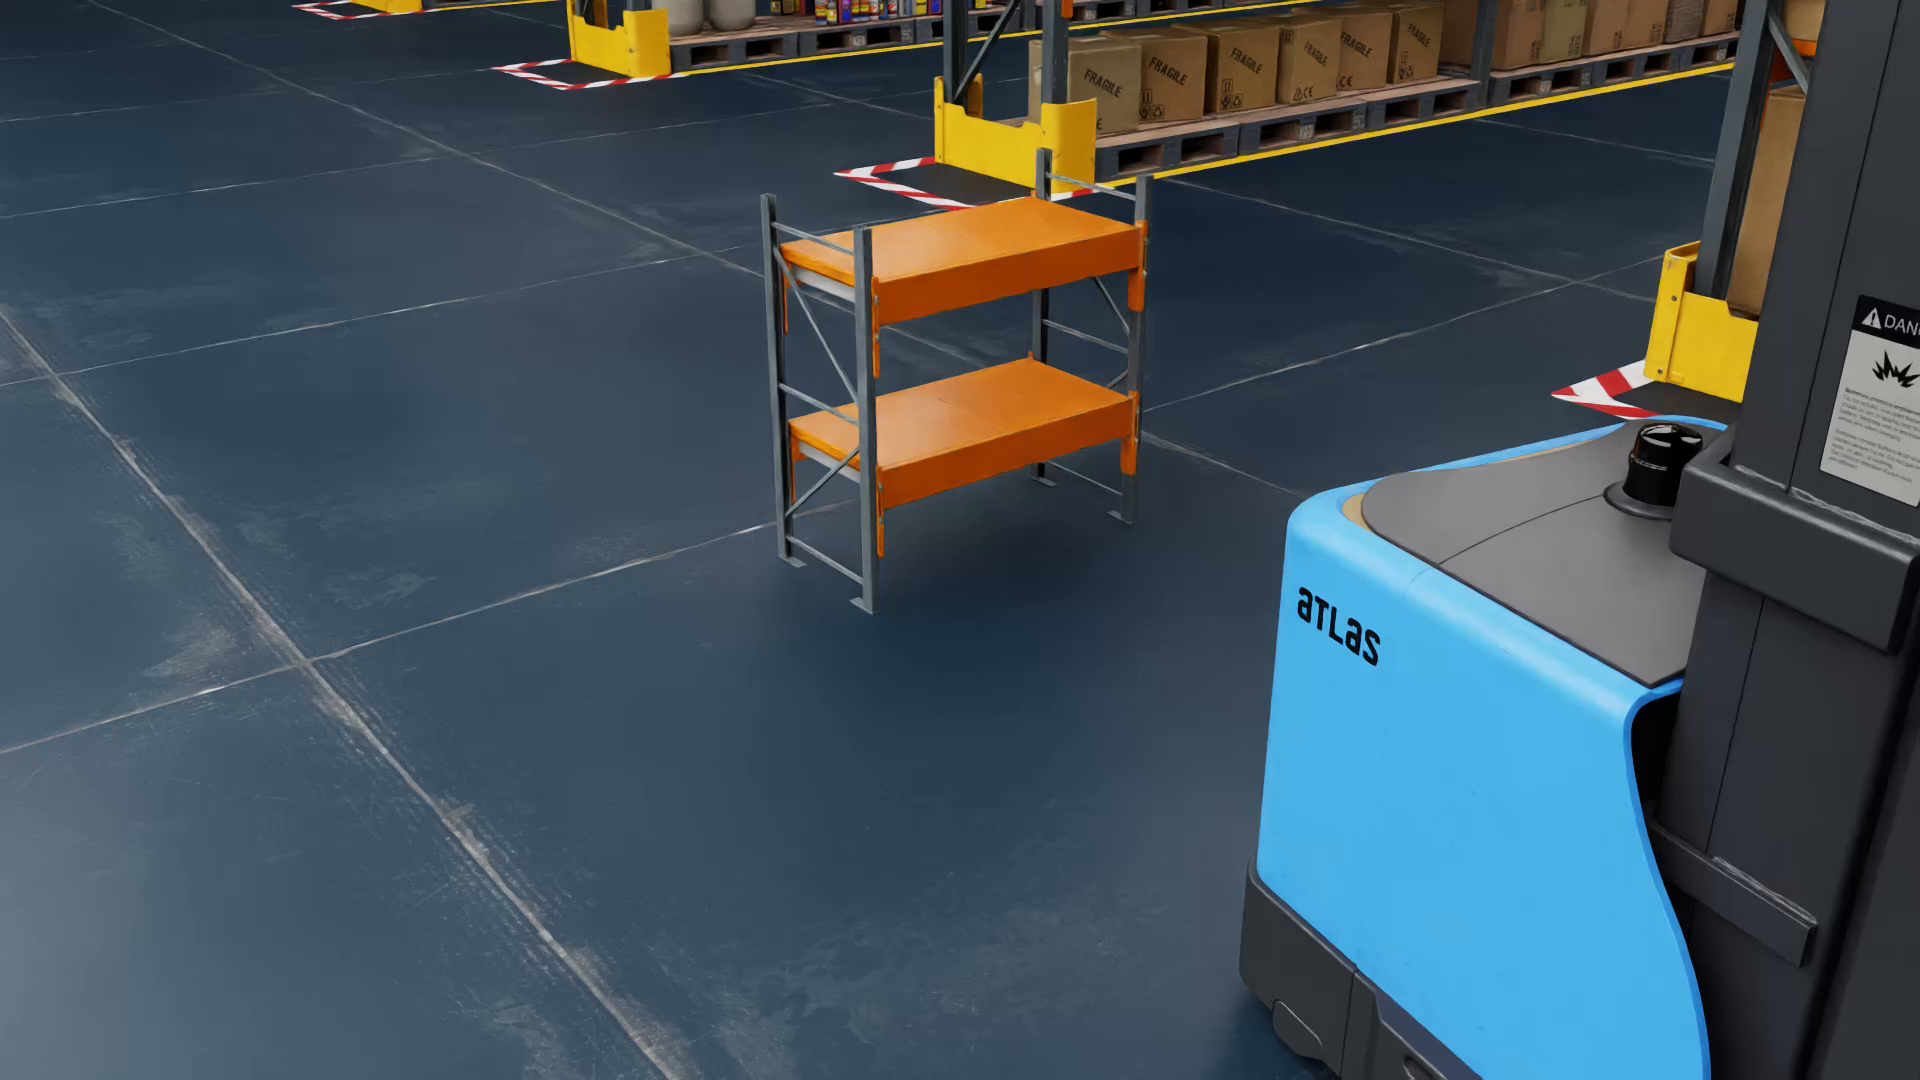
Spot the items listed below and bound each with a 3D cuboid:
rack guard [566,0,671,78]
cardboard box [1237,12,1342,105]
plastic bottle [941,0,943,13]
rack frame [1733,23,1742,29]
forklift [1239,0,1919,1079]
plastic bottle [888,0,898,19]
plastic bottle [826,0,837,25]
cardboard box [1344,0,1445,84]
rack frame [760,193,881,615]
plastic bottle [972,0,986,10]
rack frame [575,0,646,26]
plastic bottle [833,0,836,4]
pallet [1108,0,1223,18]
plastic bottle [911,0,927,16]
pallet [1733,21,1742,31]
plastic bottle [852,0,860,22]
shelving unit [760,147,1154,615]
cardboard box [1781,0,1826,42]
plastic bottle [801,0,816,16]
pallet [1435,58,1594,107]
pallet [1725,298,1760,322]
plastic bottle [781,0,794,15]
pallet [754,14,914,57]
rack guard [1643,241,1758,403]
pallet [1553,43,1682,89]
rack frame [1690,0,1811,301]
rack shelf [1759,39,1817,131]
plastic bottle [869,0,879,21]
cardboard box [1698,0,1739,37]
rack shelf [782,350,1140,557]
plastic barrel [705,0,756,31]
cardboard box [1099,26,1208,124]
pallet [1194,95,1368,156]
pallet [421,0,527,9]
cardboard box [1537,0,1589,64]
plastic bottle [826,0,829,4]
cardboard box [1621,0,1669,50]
[{"bbox_3d":[-2.773,-4.094,13.477,0.348,0.500,1.175,-18,31,-34],"label":"rack guard"},{"bbox_3d":[2.175,-3.218,11.091,0.500,0.500,0.500,-22,33,-38],"label":"cardboard box"},{"bbox_3d":[-0.136,-4.917,14.905,0.185,0.351,0.144,-20,32,-37],"label":"plastic bottle"},{"bbox_3d":[6.548,-5.630,13.817,0.127,3.000,1.000,-18,31,-34],"label":"rack frame"},{"bbox_3d":[1.673,0.027,1.710,1.130,2.935,3.031,-12,28,-25],"label":"forklift"},{"bbox_3d":[-0.596,-4.684,14.582,0.097,0.201,0.097,0,25,0],"label":"plastic bottle"},{"bbox_3d":[-1.103,-4.517,14.221,0.097,0.201,0.097,0,25,0],"label":"plastic bottle"},{"bbox_3d":[3.061,-3.557,11.821,0.500,0.500,0.500,-19,31,-36],"label":"cardboard box"},{"bbox_3d":[-0.395,-0.380,4.732,0.032,1.125,0.500,-18,31,-34],"label":"rack frame"},{"bbox_3d":[0.169,-4.964,15.088,0.133,0.283,0.061,-17,30,-32],"label":"plastic bottle"},{"bbox_3d":[-2.803,-5.192,12.875,0.127,3.000,1.000,-18,31,-34],"label":"rack frame"},{"bbox_3d":[-1.176,-4.949,14.975,0.185,0.351,0.144,-17,30,-32],"label":"plastic bottle"},{"bbox_3d":[1.899,-5.502,16.854,1.213,0.211,1.003,-18,31,-34],"label":"pallet"},{"bbox_3d":[-0.390,-4.833,14.724,0.185,0.351,0.144,-18,31,-34],"label":"plastic bottle"},{"bbox_3d":[7.215,-4.545,14.791,1.213,0.211,1.003,-18,31,-34],"label":"pallet"},{"bbox_3d":[-0.915,-4.611,14.340,0.097,0.271,0.097,0,25,0],"label":"plastic bottle"},{"bbox_3d":[0.005,-0.512,5.017,1.048,1.125,0.538,-18,31,-34],"label":"shelving unit"},{"bbox_3d":[3.498,-2.062,5.951,0.550,0.550,0.875,-18,31,-34],"label":"cardboard box"},{"bbox_3d":[-1.347,-4.803,14.740,0.133,0.283,0.061,-18,31,-34],"label":"plastic bottle"},{"bbox_3d":[4.012,-3.528,12.602,1.213,0.211,1.003,-18,31,-34],"label":"pallet"},{"bbox_3d":[3.815,-0.851,6.833,1.213,0.211,1.003,-18,31,-34],"label":"pallet"},{"bbox_3d":[-1.548,-4.818,14.773,0.133,0.283,0.061,-17,30,-33],"label":"plastic bottle"},{"bbox_3d":[-1.171,-4.487,14.668,1.213,0.211,1.003,-18,31,-34],"label":"pallet"},{"bbox_3d":[3.215,-0.742,6.255,0.348,0.500,1.175,-18,31,-34],"label":"rack guard"},{"bbox_3d":[4.973,-3.847,13.289,1.213,0.211,1.003,-18,31,-34],"label":"pallet"},{"bbox_3d":[3.234,-1.882,5.742,0.127,3.000,1.000,-18,31,-34],"label":"rack frame"},{"bbox_3d":[4.808,-2.075,7.013,4.000,0.370,1.077,-18,31,-34],"label":"rack shelf"},{"bbox_3d":[-0.758,-4.631,14.467,0.097,0.201,0.097,0,25,0],"label":"plastic bottle"},{"bbox_3d":[6.033,-4.515,13.861,0.500,0.500,0.700,-20,32,-37],"label":"cardboard box"},{"bbox_3d":[0.005,-0.290,5.120,1.000,0.278,0.538,-18,31,-34],"label":"rack shelf"},{"bbox_3d":[-1.938,-4.581,14.013,0.421,0.512,0.421,0,25,0],"label":"plastic barrel"},{"bbox_3d":[1.204,-2.931,10.474,0.500,0.500,0.500,-10,27,-21],"label":"cardboard box"},{"bbox_3d":[1.933,-2.821,11.077,1.213,0.211,1.003,-18,31,-34],"label":"pallet"},{"bbox_3d":[-5.281,-5.782,17.457,1.213,0.211,1.003,-18,31,-34],"label":"pallet"},{"bbox_3d":[4.284,-3.926,12.593,0.500,0.500,0.700,-18,31,-34],"label":"cardboard box"},{"bbox_3d":[-1.213,-4.801,14.832,0.097,0.201,0.097,0,25,0],"label":"plastic bottle"},{"bbox_3d":[5.163,-4.217,13.219,0.500,0.500,0.700,-15,29,-30],"label":"cardboard box"}]
